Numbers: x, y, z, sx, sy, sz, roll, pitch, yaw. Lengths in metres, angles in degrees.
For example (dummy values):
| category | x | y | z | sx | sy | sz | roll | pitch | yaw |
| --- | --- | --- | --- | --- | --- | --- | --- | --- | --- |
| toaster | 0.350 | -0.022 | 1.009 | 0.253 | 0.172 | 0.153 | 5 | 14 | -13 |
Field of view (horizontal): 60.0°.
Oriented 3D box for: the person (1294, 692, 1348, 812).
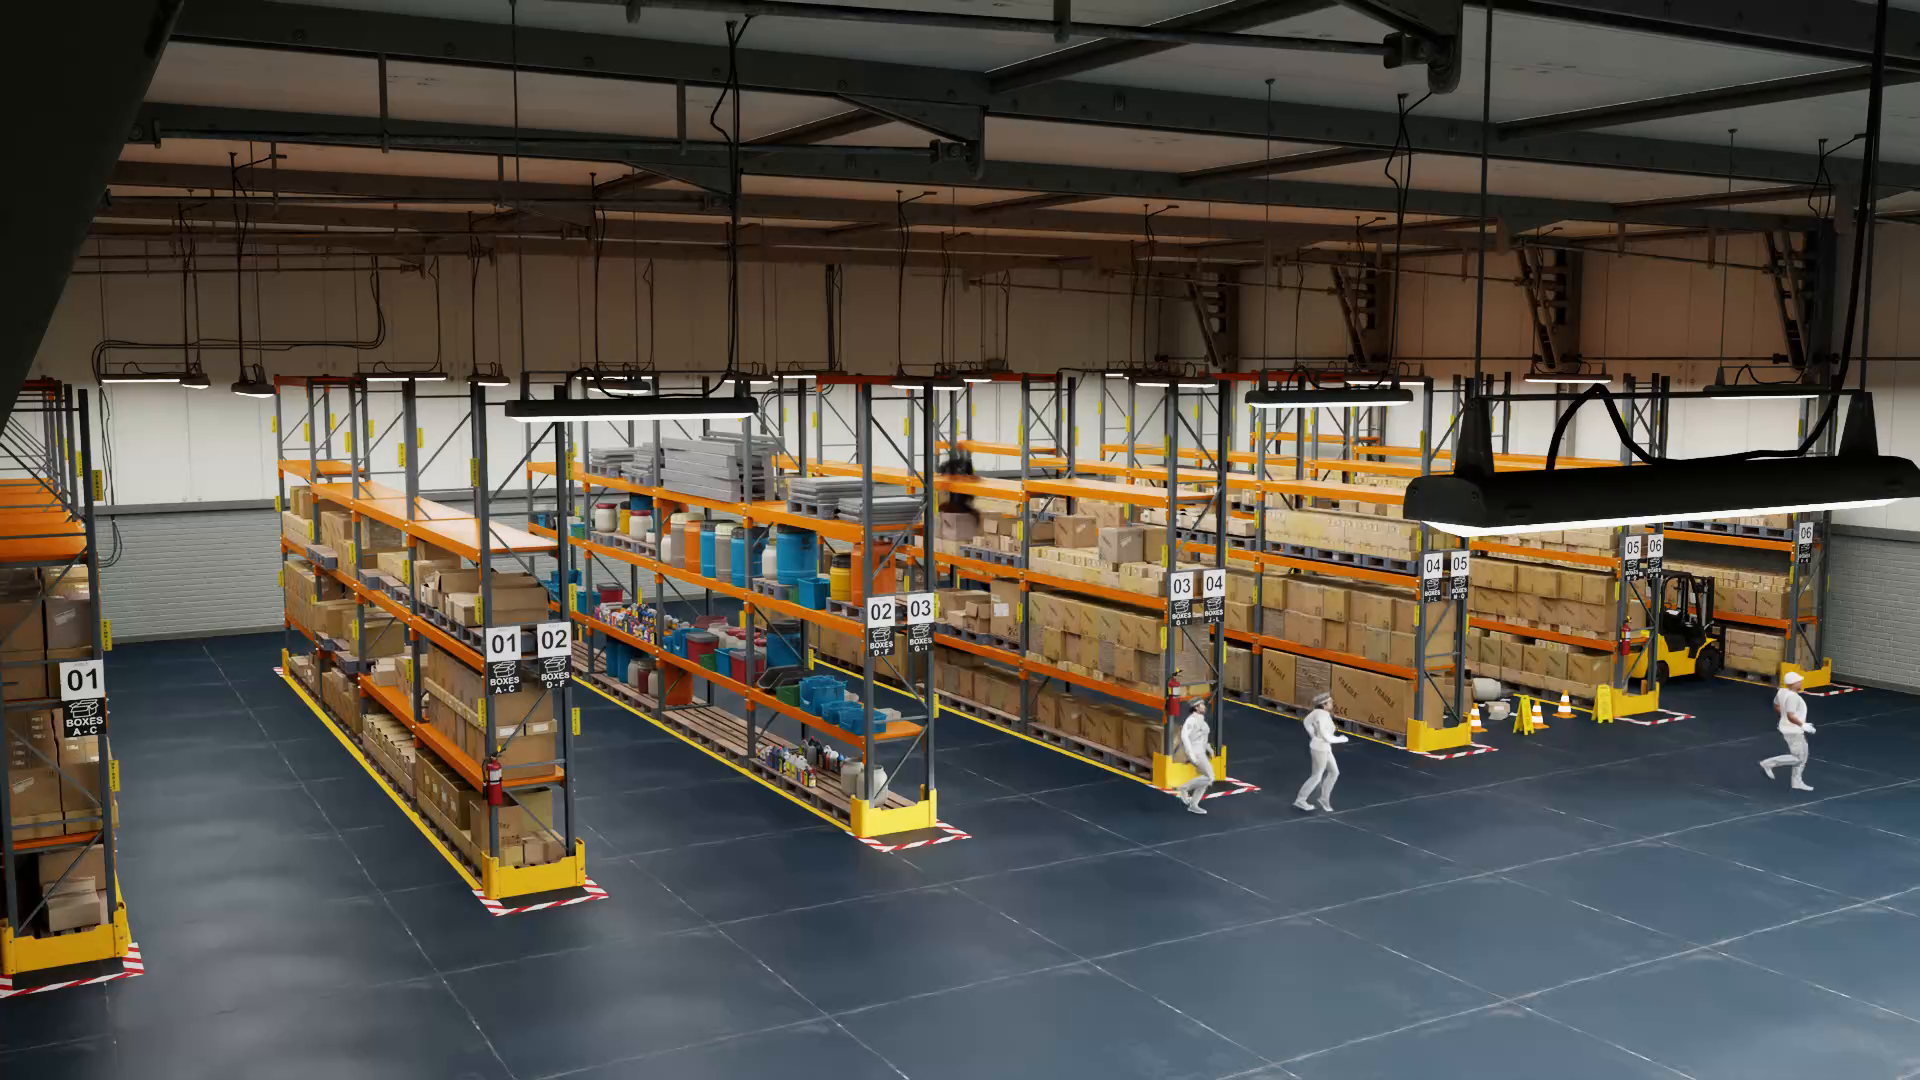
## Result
| category | x | y | z | sx | sy | sz | roll | pitch | yaw |
| --- | --- | --- | --- | --- | --- | --- | --- | --- | --- |
| person | 5.037 | 2.977 | 23.190 | 0.719 | 1.758 | 0.627 | 1 | 6 | 8 |

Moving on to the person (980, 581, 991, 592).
| category | x | y | z | sx | sy | sz | roll | pitch | yaw |
| --- | --- | --- | --- | --- | --- | --- | --- | --- | --- |
| person | 0.767 | 0.851 | 42.827 | 0.554 | 1.614 | 0.591 | -3 | 7 | -29 |

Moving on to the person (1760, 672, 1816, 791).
| category | x | y | z | sx | sy | sz | roll | pitch | yaw |
| --- | --- | --- | --- | --- | --- | --- | --- | --- | --- |
| person | 12.177 | 2.804 | 24.441 | 0.767 | 1.757 | 0.688 | 2 | 6 | 15 |

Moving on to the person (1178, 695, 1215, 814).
| category | x | y | z | sx | sy | sz | roll | pitch | yaw |
| --- | --- | --- | --- | --- | --- | --- | --- | --- | --- |
| person | 3.351 | 2.979 | 23.304 | 0.504 | 1.619 | 0.639 | 2 | 7 | 19 |
